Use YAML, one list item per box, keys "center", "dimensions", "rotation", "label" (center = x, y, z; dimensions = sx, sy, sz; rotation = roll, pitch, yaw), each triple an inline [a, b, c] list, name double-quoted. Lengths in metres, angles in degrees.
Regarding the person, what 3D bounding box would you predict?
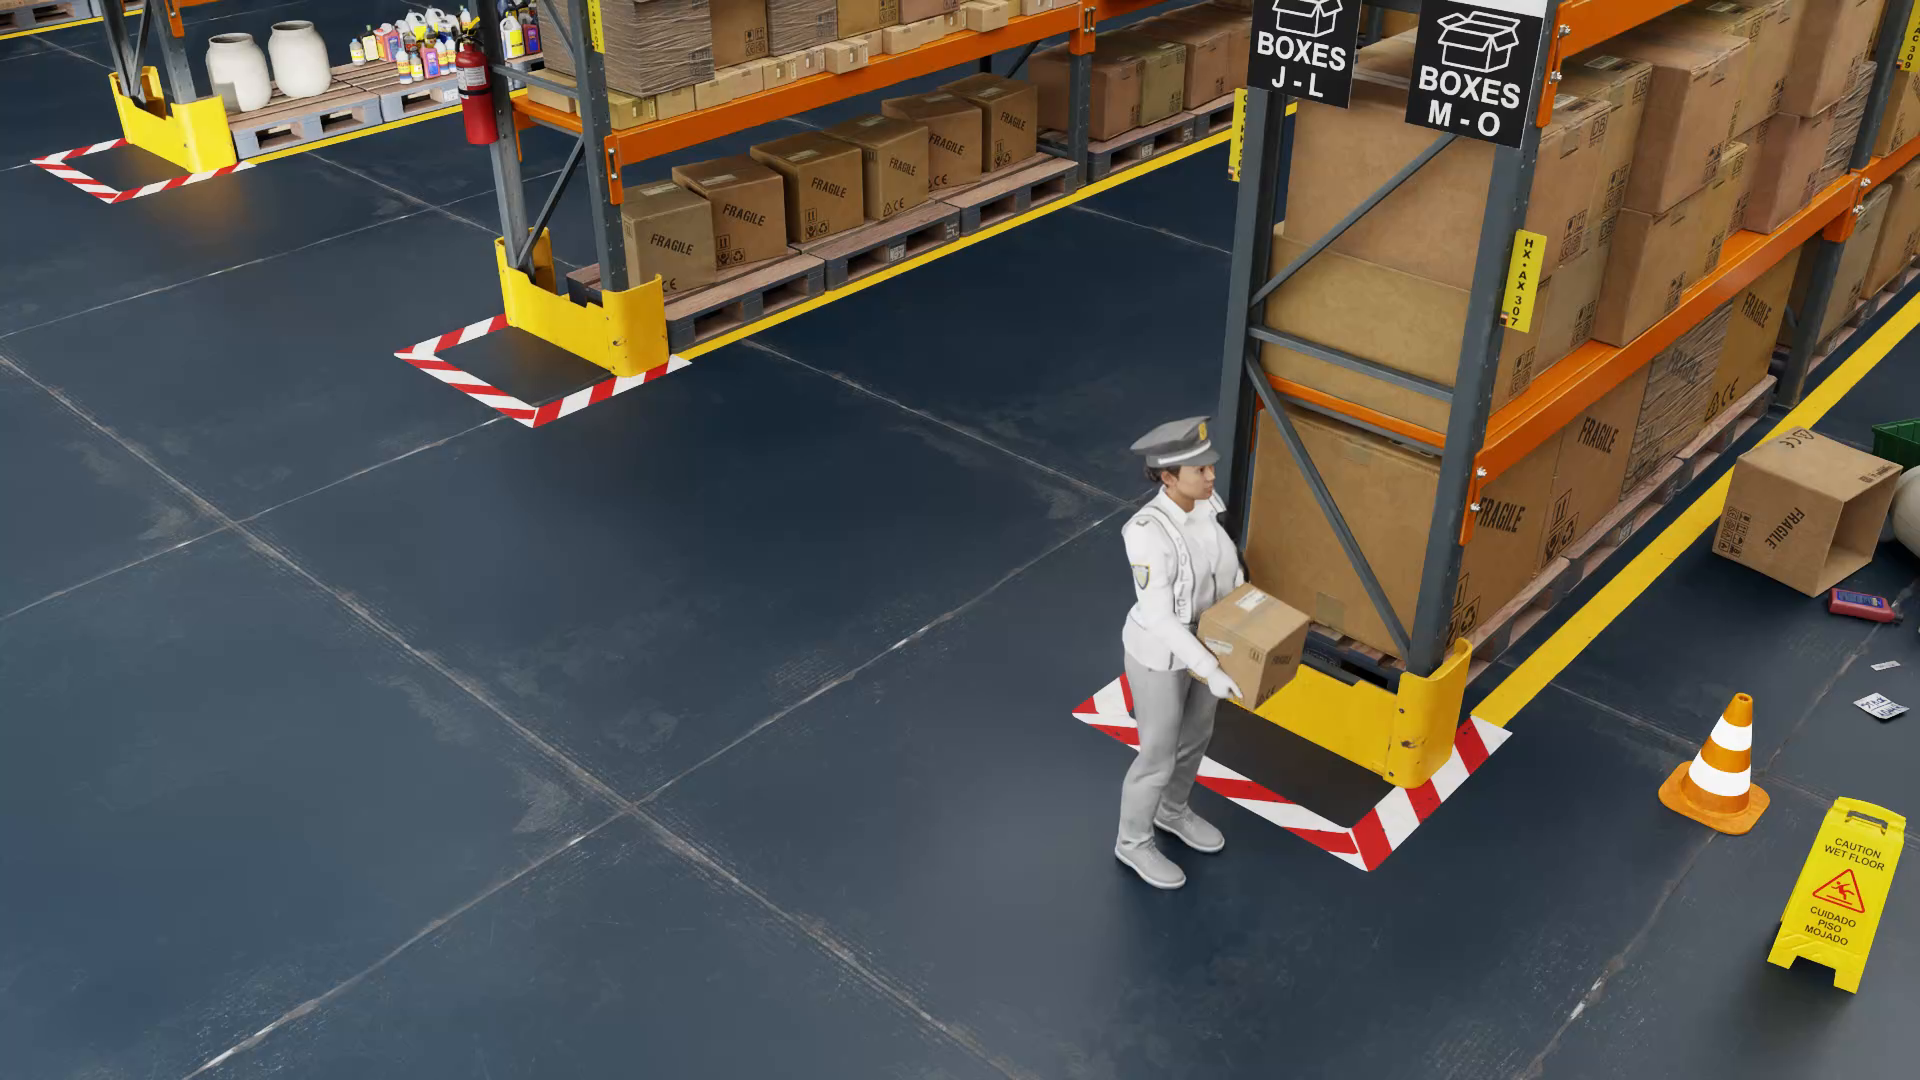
- center: [0.772, 0.390, 5.467]
  dimensions: [0.554, 1.693, 0.466]
  rotation: [25, 40, 35]
  label: "person"
